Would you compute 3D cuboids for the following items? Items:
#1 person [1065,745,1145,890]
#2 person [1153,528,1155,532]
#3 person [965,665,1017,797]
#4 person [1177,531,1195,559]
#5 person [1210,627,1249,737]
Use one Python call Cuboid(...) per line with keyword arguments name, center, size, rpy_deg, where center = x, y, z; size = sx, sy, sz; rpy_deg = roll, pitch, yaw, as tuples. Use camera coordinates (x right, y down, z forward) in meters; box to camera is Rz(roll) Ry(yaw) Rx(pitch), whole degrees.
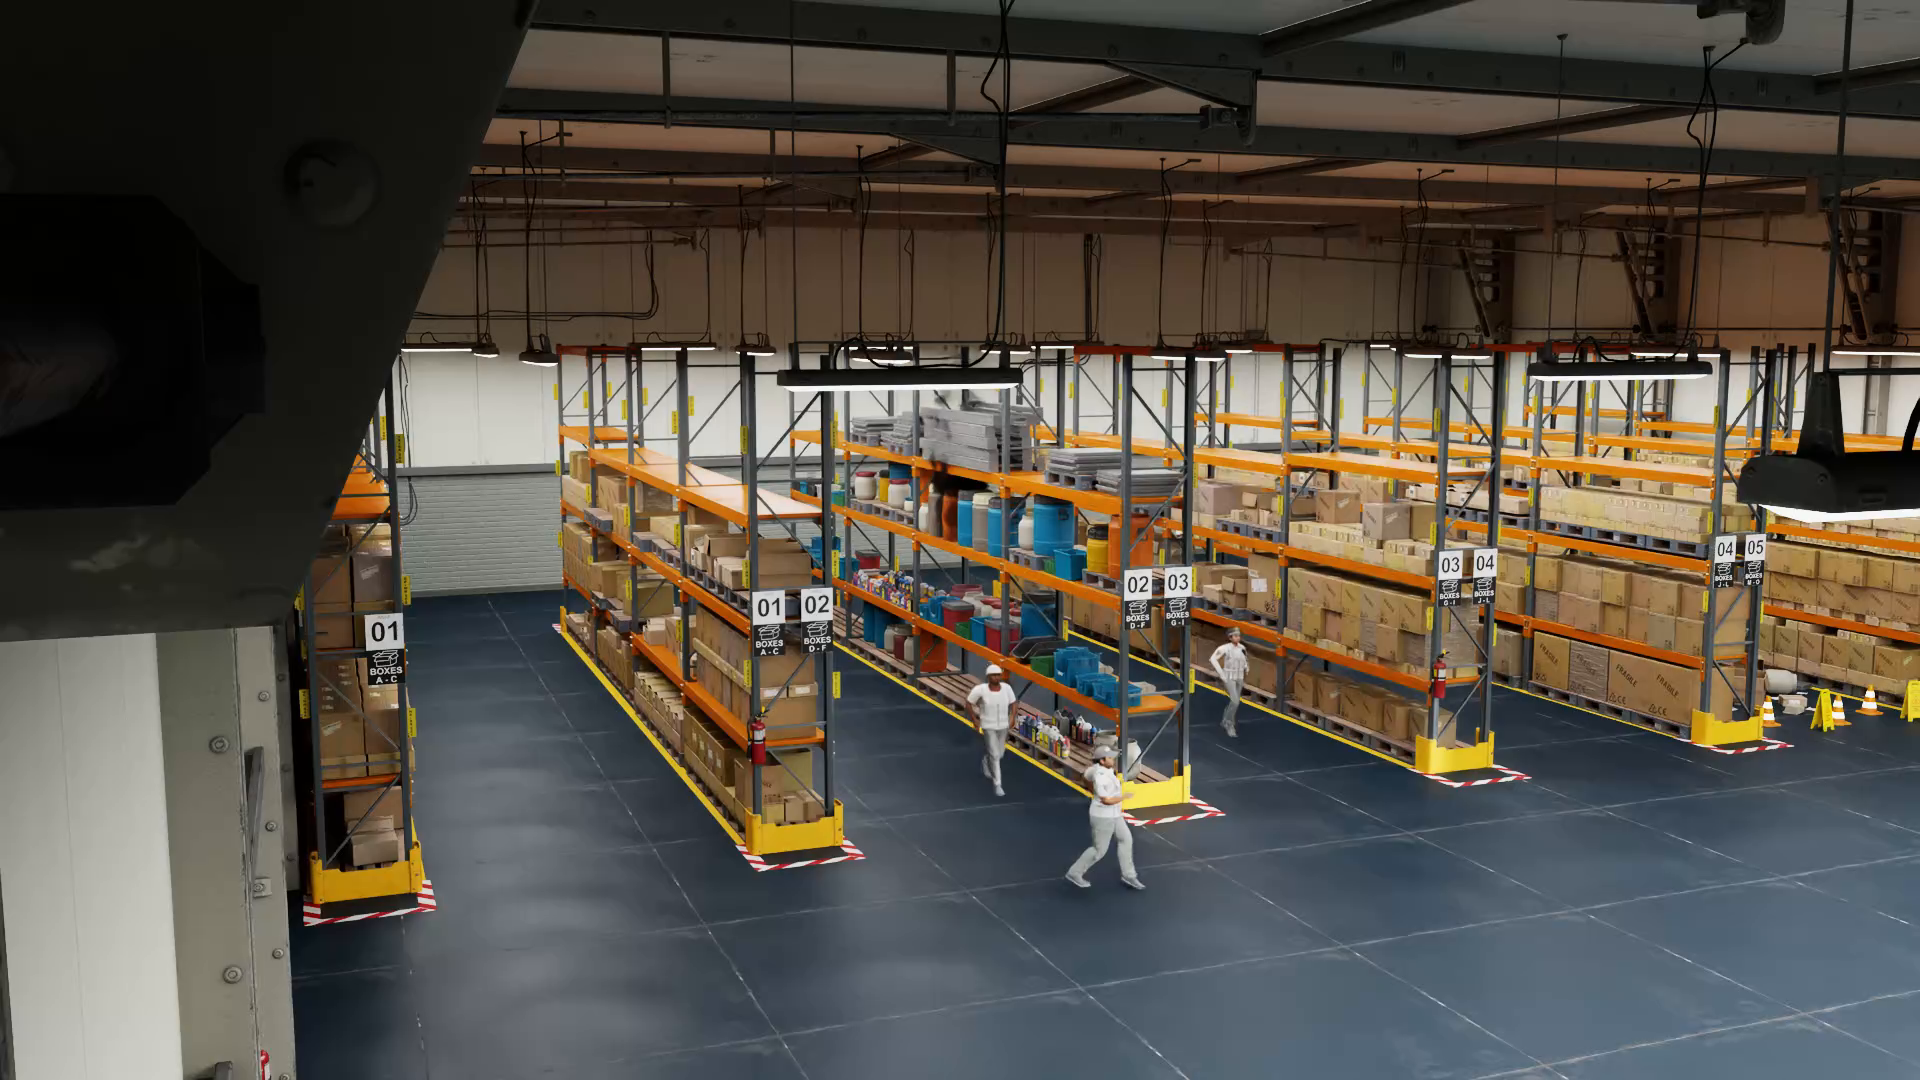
Cuboid(name="person", center=(1.653, 3.144, 18.782), size=(0.894, 1.689, 0.608), rpy_deg=(1, 7, 9))
Cuboid(name="person", center=(4.505, 0.451, 40.054), size=(0.545, 1.584, 0.797), rpy_deg=(3, 8, 22))
Cuboid(name="person", center=(0.451, 2.571, 22.908), size=(0.711, 1.765, 0.872), rpy_deg=(-3, 8, -22))
Cuboid(name="person", center=(5.054, 0.648, 37.920), size=(0.664, 1.829, 0.895), rpy_deg=(-1, 7, -11))
Cuboid(name="person", center=(4.267, 2.217, 26.004), size=(0.603, 1.756, 0.629), rpy_deg=(-4, 8, -29))
